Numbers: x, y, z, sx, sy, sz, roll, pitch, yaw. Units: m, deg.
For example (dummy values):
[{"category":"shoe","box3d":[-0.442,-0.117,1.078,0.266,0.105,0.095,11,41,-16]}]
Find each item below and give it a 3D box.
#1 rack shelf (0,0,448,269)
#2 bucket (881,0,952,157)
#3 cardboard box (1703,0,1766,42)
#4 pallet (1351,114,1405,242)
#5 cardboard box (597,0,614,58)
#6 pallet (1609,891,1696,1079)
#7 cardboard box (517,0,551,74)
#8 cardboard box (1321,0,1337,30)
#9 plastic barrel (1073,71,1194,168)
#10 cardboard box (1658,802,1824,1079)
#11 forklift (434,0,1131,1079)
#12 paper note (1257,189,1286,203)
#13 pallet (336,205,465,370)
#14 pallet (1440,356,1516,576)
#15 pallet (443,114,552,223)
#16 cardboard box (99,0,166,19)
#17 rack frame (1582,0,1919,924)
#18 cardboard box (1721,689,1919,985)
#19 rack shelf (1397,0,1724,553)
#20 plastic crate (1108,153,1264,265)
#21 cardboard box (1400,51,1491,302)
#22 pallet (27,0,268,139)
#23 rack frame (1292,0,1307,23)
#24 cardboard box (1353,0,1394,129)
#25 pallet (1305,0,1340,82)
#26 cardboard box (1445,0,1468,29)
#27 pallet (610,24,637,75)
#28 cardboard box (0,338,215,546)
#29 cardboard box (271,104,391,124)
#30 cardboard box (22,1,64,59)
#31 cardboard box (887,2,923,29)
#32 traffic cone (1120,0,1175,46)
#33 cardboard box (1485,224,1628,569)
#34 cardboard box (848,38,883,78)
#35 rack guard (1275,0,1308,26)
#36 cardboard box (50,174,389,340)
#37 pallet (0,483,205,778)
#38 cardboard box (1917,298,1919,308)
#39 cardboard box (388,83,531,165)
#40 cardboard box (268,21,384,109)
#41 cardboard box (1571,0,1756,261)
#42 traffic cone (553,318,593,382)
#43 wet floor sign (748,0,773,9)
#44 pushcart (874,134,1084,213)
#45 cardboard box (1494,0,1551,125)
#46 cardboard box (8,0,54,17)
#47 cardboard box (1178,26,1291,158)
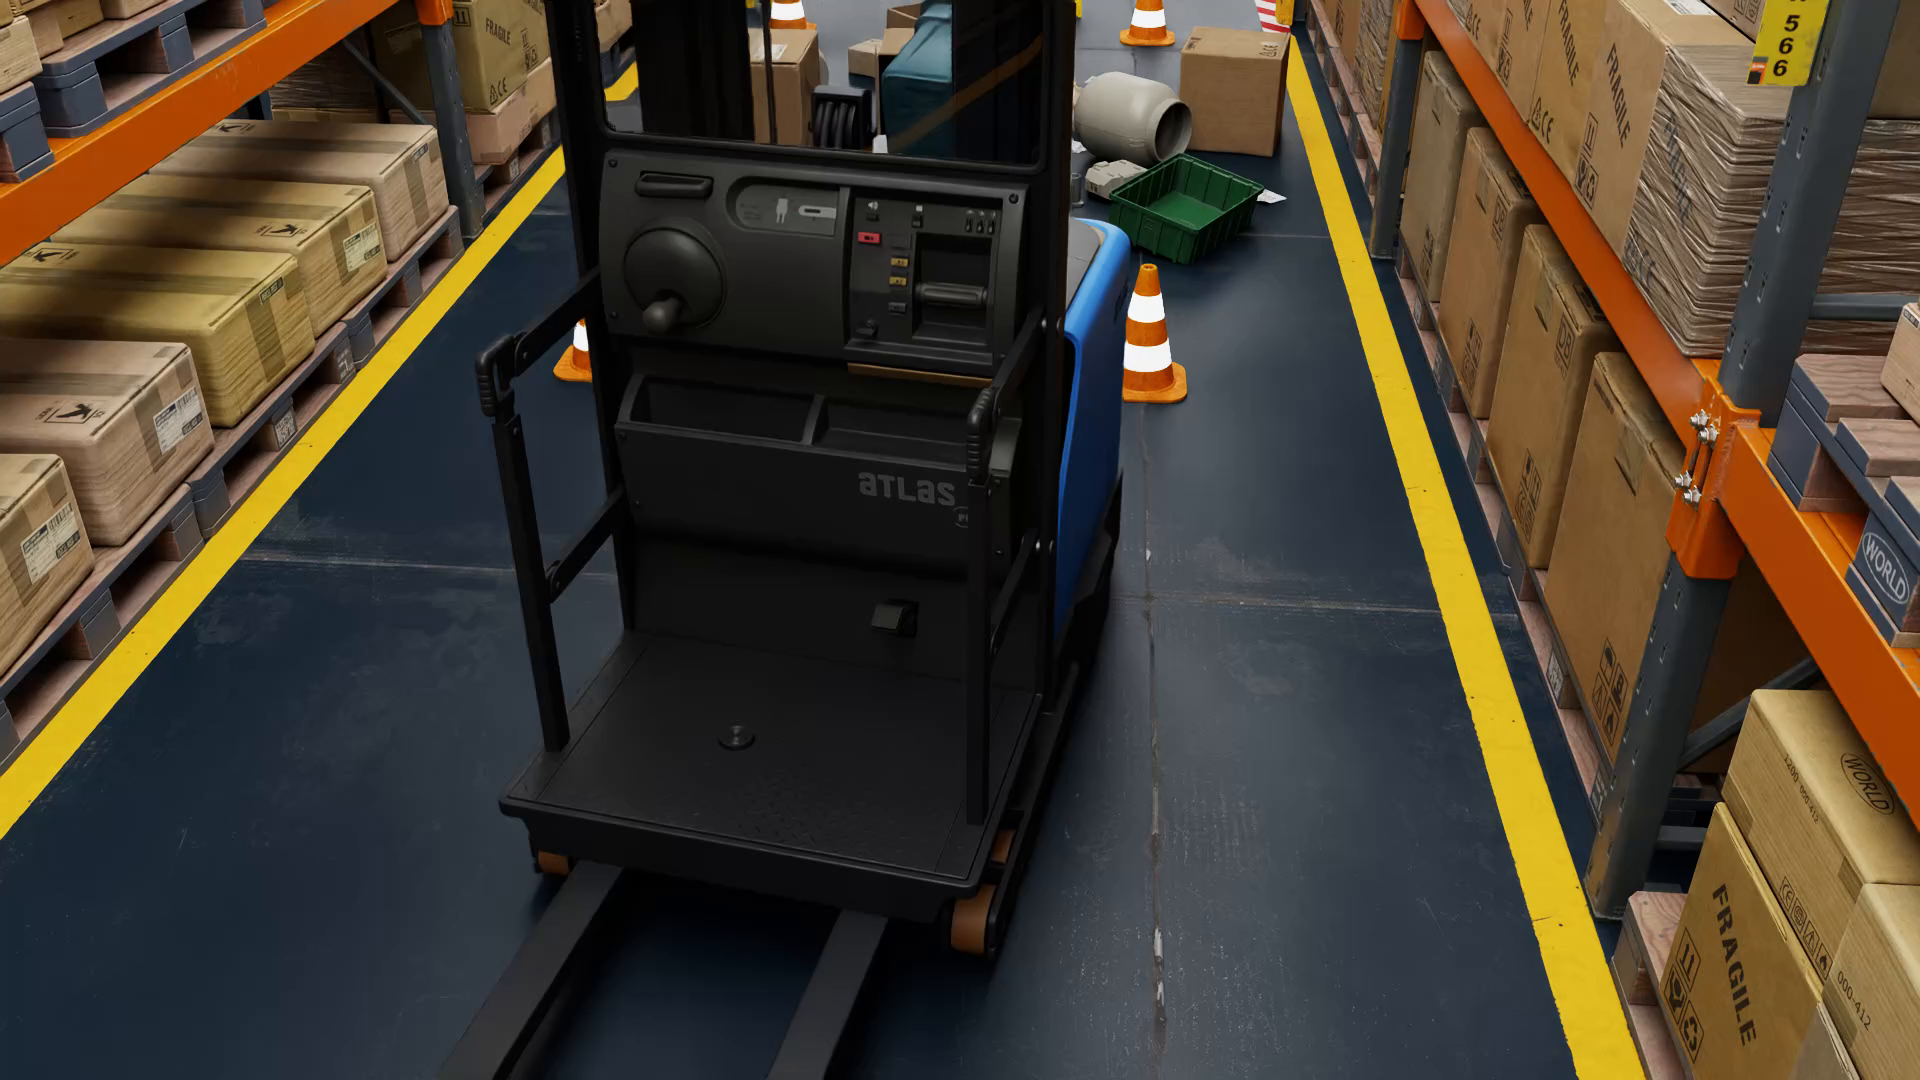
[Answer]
[{"category":"rack shelf","box3d":[-2.816,-1.308,5.199,1.077,0.370,4.000,2,32,4]},{"category":"bucket","box3d":[0.002,-1.925,7.185,0.726,0.611,0.620,14,44,21]},{"category":"cardboard box","box3d":[2.050,-1.377,3.577,0.700,0.500,0.500,2,32,3]},{"category":"pallet","box3d":[2.429,-1.709,7.822,1.003,0.211,1.213,2,32,4]},{"category":"cardboard box","box3d":[-2.212,-2.781,9.125,0.500,0.250,0.500,1,32,2]},{"category":"pallet","box3d":[1.898,1.186,3.125,1.003,0.211,1.213,2,32,4]},{"category":"cardboard box","box3d":[-2.304,-2.565,8.059,0.500,0.500,0.500,4,32,6]},{"category":"cardboard box","box3d":[2.625,-3.510,9.711,0.875,0.875,0.875,3,32,4]},{"category":"plastic barrel","box3d":[0.852,-2.064,8.195,0.512,0.421,0.421,27,41,37]},{"category":"cardboard box","box3d":[1.651,0.834,3.019,0.500,0.500,0.500,1,32,2]},{"category":"forklift","box3d":[-0.375,-0.542,3.335,1.130,2.935,3.031,8,32,12]},{"category":"paper note","box3d":[1.441,-1.628,7.862,0.147,0.020,0.142,-20,37,-29]},{"category":"pallet","box3d":[-2.715,-1.066,6.778,1.003,0.211,1.213,2,32,4]},{"category":"pallet","box3d":[2.204,-0.268,5.484,1.003,0.211,1.213,2,32,4]},{"category":"pallet","box3d":[-2.633,-1.826,8.011,1.003,0.211,1.213,2,32,4]},{"category":"cardboard box","box3d":[-2.587,-1.645,4.900,0.380,0.149,0.250,3,32,6]},{"category":"rack frame","box3d":[1.963,-0.410,3.056,1.000,3.000,0.127,2,32,4]},{"category":"cardboard box","box3d":[1.666,0.506,2.837,0.500,0.250,0.500,1,32,2]},{"category":"rack shelf","box3d":[2.126,-1.150,4.942,1.077,0.370,4.000,2,32,4]},{"category":"plastic crate","box3d":[0.997,-1.476,7.411,0.450,0.188,0.662,29,41,23]},{"category":"cardboard box","box3d":[2.328,-1.394,6.397,1.050,0.750,0.750,2,32,4]},{"category":"pallet","box3d":[-2.858,-1.524,5.046,1.003,0.211,1.213,2,32,4]},{"category":"rack frame","box3d":[2.615,-4.593,9.844,1.000,3.000,0.127,2,32,4]},{"category":"cardboard box","box3d":[2.479,-2.573,8.191,0.875,0.875,0.875,3,32,4]},{"category":"pallet","box3d":[2.627,-2.985,9.892,1.003,0.211,1.213,2,32,4]},{"category":"cardboard box","box3d":[1.938,-2.017,5.568,0.500,0.500,0.500,3,32,4]},{"category":"pallet","box3d":[-2.435,-3.102,10.082,1.003,0.211,1.213,2,32,4]},{"category":"cardboard box","box3d":[-2.871,-0.310,4.998,0.950,0.372,0.625,2,32,3]},{"category":"cardboard box","box3d":[-2.873,-1.989,7.839,0.500,0.250,0.500,4,32,6]},{"category":"cardboard box","box3d":[-2.657,-1.362,4.441,0.380,0.149,0.250,4,32,7]},{"category":"cardboard box","box3d":[0.053,-2.662,9.091,0.797,0.503,0.637,-20,37,-29]},{"category":"traffic cone","box3d":[1.156,-3.296,10.157,0.336,0.463,0.334,2,32,4]},{"category":"cardboard box","box3d":[2.170,-0.403,4.789,1.050,0.750,0.750,3,32,5]},{"category":"cardboard box","box3d":[-0.421,-2.767,9.598,0.380,0.149,0.250,20,37,29]},{"category":"rack guard","box3d":[2.617,-3.542,10.520,1.175,0.500,0.348,2,32,4]},{"category":"cardboard box","box3d":[-2.748,-1.070,6.231,0.950,0.372,0.625,4,32,7]},{"category":"pallet","box3d":[-2.913,0.210,4.708,1.003,0.211,1.213,2,32,4]},{"category":"cardboard box","box3d":[1.724,-0.364,2.538,0.380,0.149,0.250,4,32,6]},{"category":"cardboard box","box3d":[-2.336,-1.965,7.801,0.500,0.250,0.500,1,32,2]},{"category":"cardboard box","box3d":[-2.872,-2.308,7.643,0.500,0.500,0.500,2,32,3]},{"category":"cardboard box","box3d":[1.774,-0.960,3.854,0.500,0.500,0.500,2,32,4]},{"category":"traffic cone","box3d":[-1.359,-0.872,6.224,0.336,0.463,0.334,2,32,4]},{"category":"wet floor sign","box3d":[-1.245,-3.803,10.806,0.267,0.644,0.232,14,34,21]},{"category":"pushcart","box3d":[-0.376,-1.473,7.280,1.648,0.377,0.936,-8,33,-13]},{"category":"cardboard box","box3d":[1.853,-1.490,4.713,0.500,0.500,0.500,3,32,5]},{"category":"cardboard box","box3d":[-2.639,-1.693,4.359,0.500,0.500,0.500,3,32,5]},{"category":"cardboard box","box3d":[1.392,-2.294,8.494,0.500,0.500,0.500,8,32,12]}]
